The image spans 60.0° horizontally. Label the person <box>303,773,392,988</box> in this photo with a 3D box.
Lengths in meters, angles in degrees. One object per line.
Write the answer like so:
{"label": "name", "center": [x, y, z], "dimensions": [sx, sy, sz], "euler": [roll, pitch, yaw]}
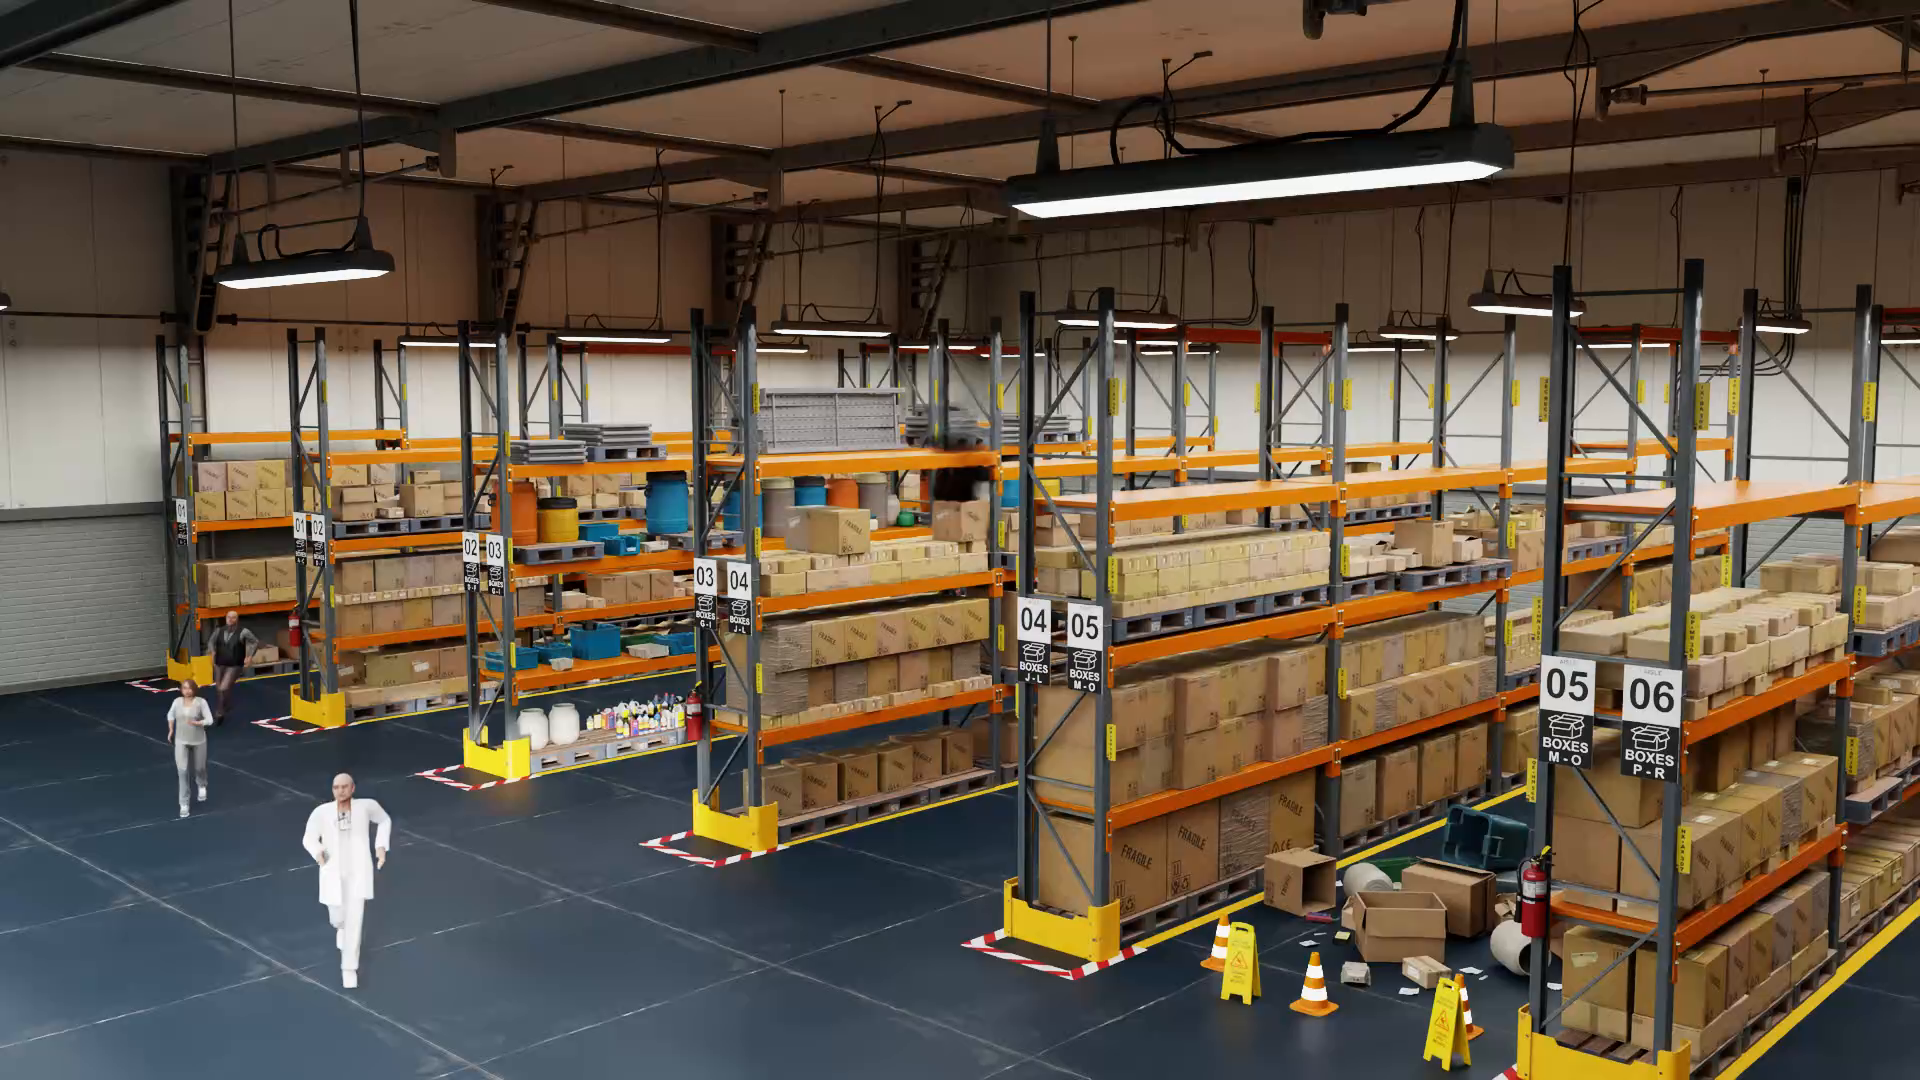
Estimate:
{"label": "person", "center": [-5.373, 2.921, 14.596], "dimensions": [0.724, 1.757, 1.052], "euler": [-1, 6, -15]}

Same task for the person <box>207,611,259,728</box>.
{"label": "person", "center": [-11.131, 1.946, 25.336], "dimensions": [0.731, 1.743, 0.807], "euler": [0, 5, 4]}

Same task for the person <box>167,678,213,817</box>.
{"label": "person", "center": [-9.290, 2.462, 20.078], "dimensions": [0.531, 1.593, 0.871], "euler": [-2, 6, -18]}
